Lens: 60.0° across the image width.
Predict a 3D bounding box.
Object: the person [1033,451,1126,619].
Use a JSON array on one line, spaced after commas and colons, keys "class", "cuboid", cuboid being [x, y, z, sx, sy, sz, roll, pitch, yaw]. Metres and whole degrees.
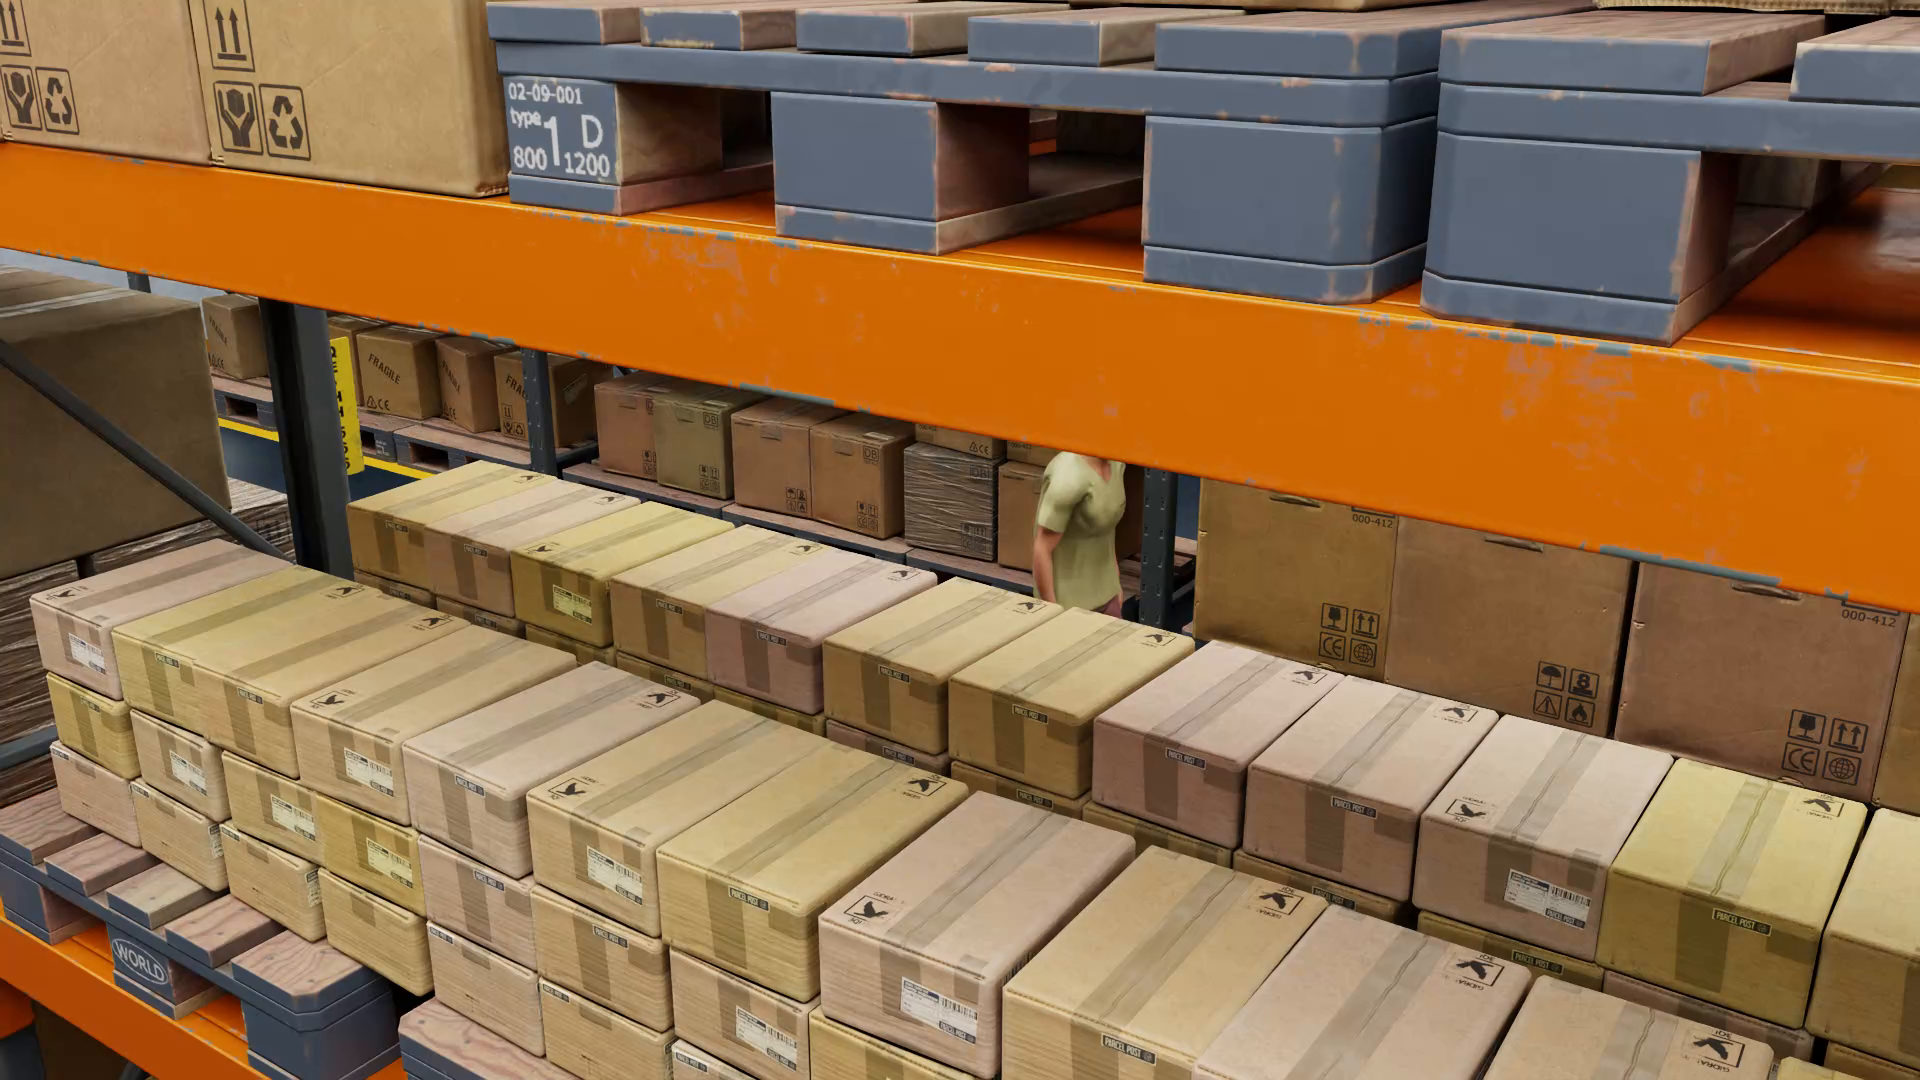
[{"class": "person", "cuboid": [0.470, 0.236, 5.923, 0.405, 1.673, 0.502, 13, 23, 31]}]
